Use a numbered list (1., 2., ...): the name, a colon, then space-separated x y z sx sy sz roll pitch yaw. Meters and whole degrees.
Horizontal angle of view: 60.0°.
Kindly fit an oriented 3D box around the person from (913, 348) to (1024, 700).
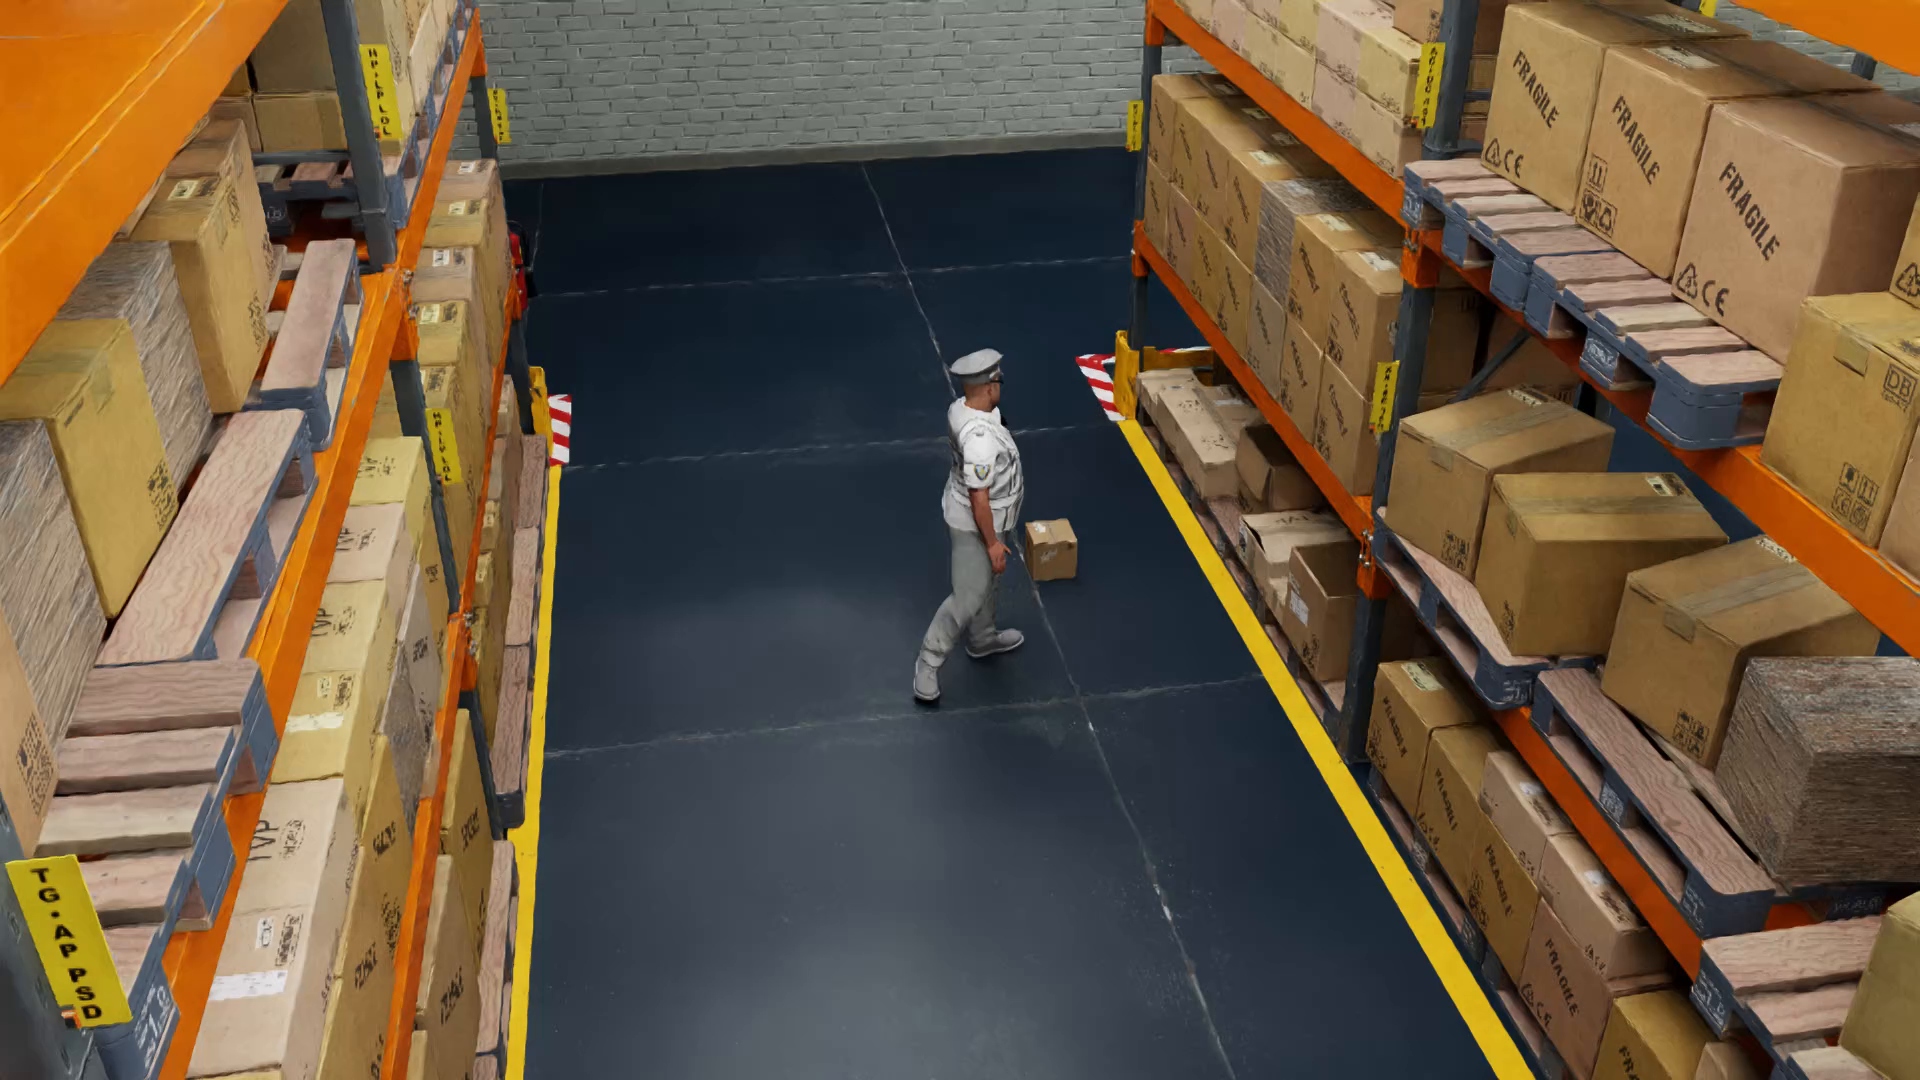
1. person: 0.050 -0.091 8.289 0.607 1.743 0.738 -2 31 -3
